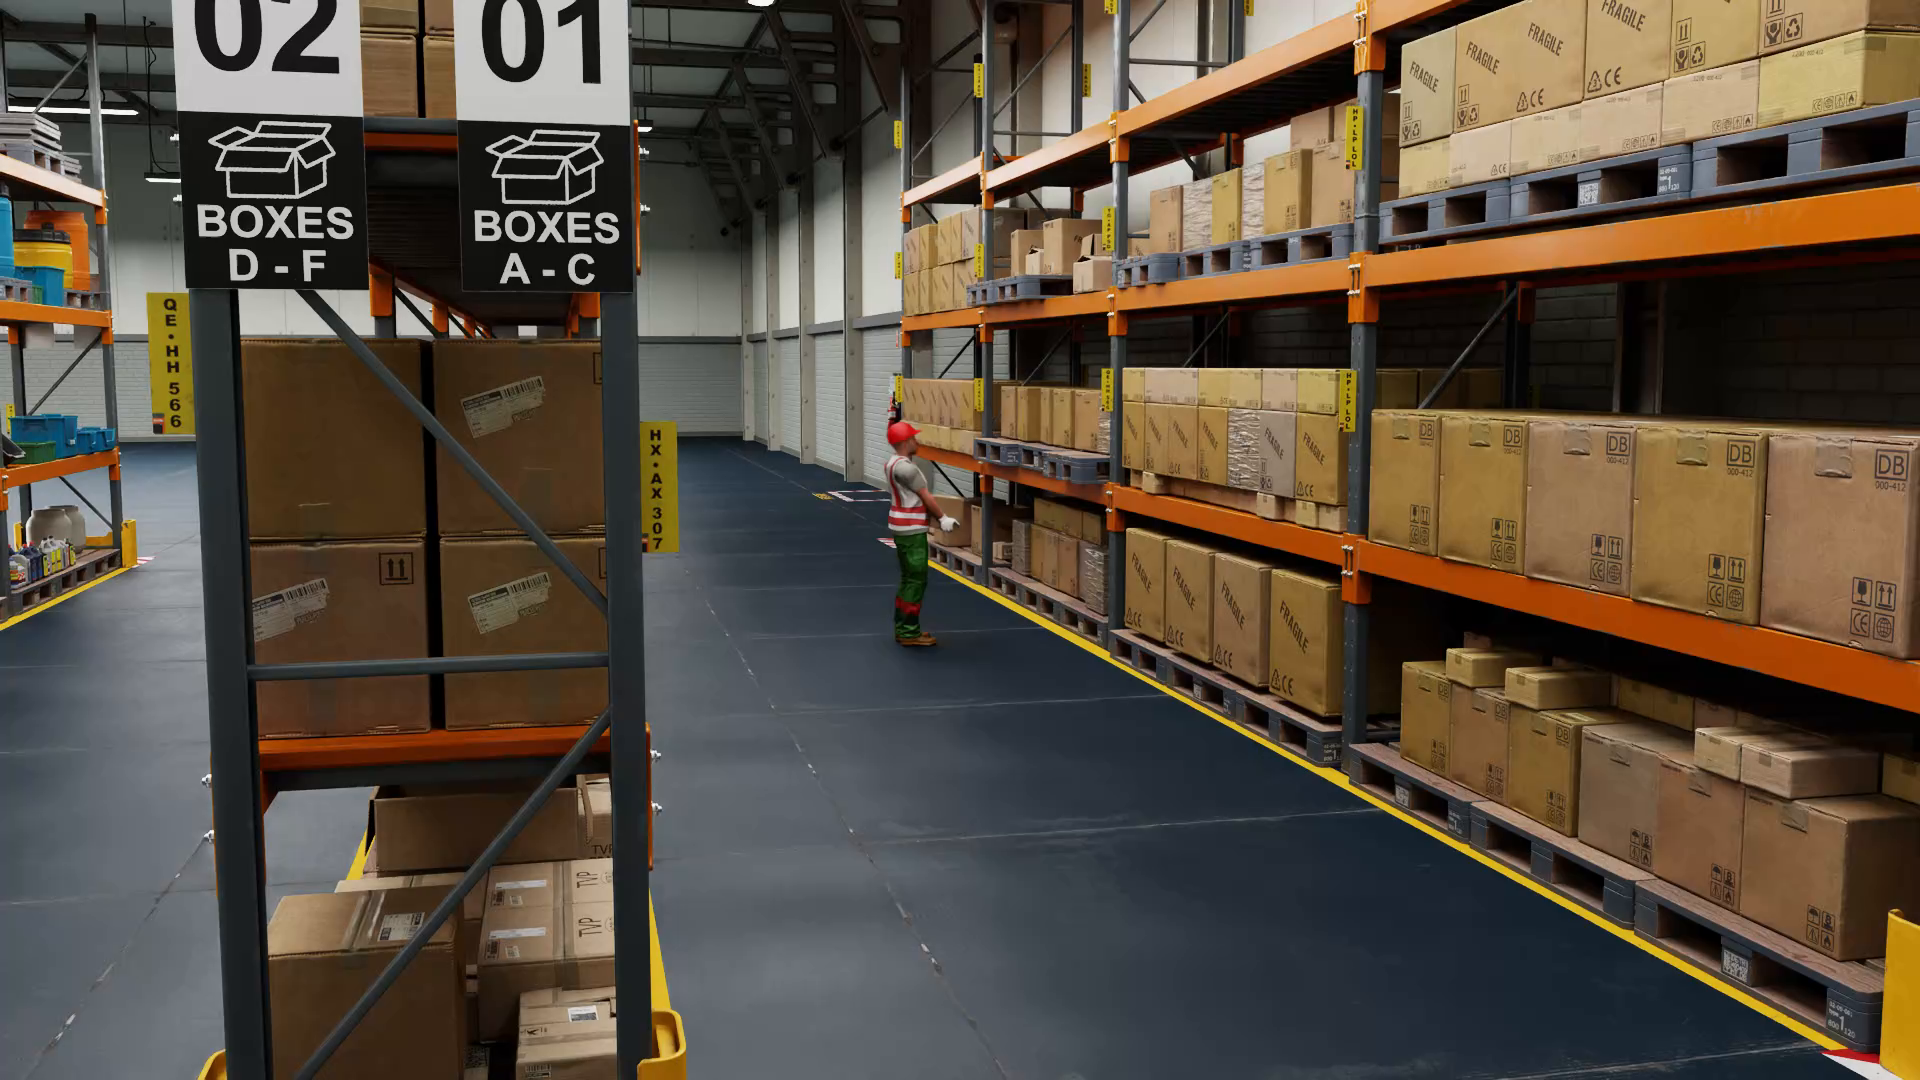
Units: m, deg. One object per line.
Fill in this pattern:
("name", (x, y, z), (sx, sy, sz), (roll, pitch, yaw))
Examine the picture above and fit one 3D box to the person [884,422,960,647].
("person", (-0.305, -0.057, 13.351), (0.560, 1.782, 0.494), (-1, 6, -13))
